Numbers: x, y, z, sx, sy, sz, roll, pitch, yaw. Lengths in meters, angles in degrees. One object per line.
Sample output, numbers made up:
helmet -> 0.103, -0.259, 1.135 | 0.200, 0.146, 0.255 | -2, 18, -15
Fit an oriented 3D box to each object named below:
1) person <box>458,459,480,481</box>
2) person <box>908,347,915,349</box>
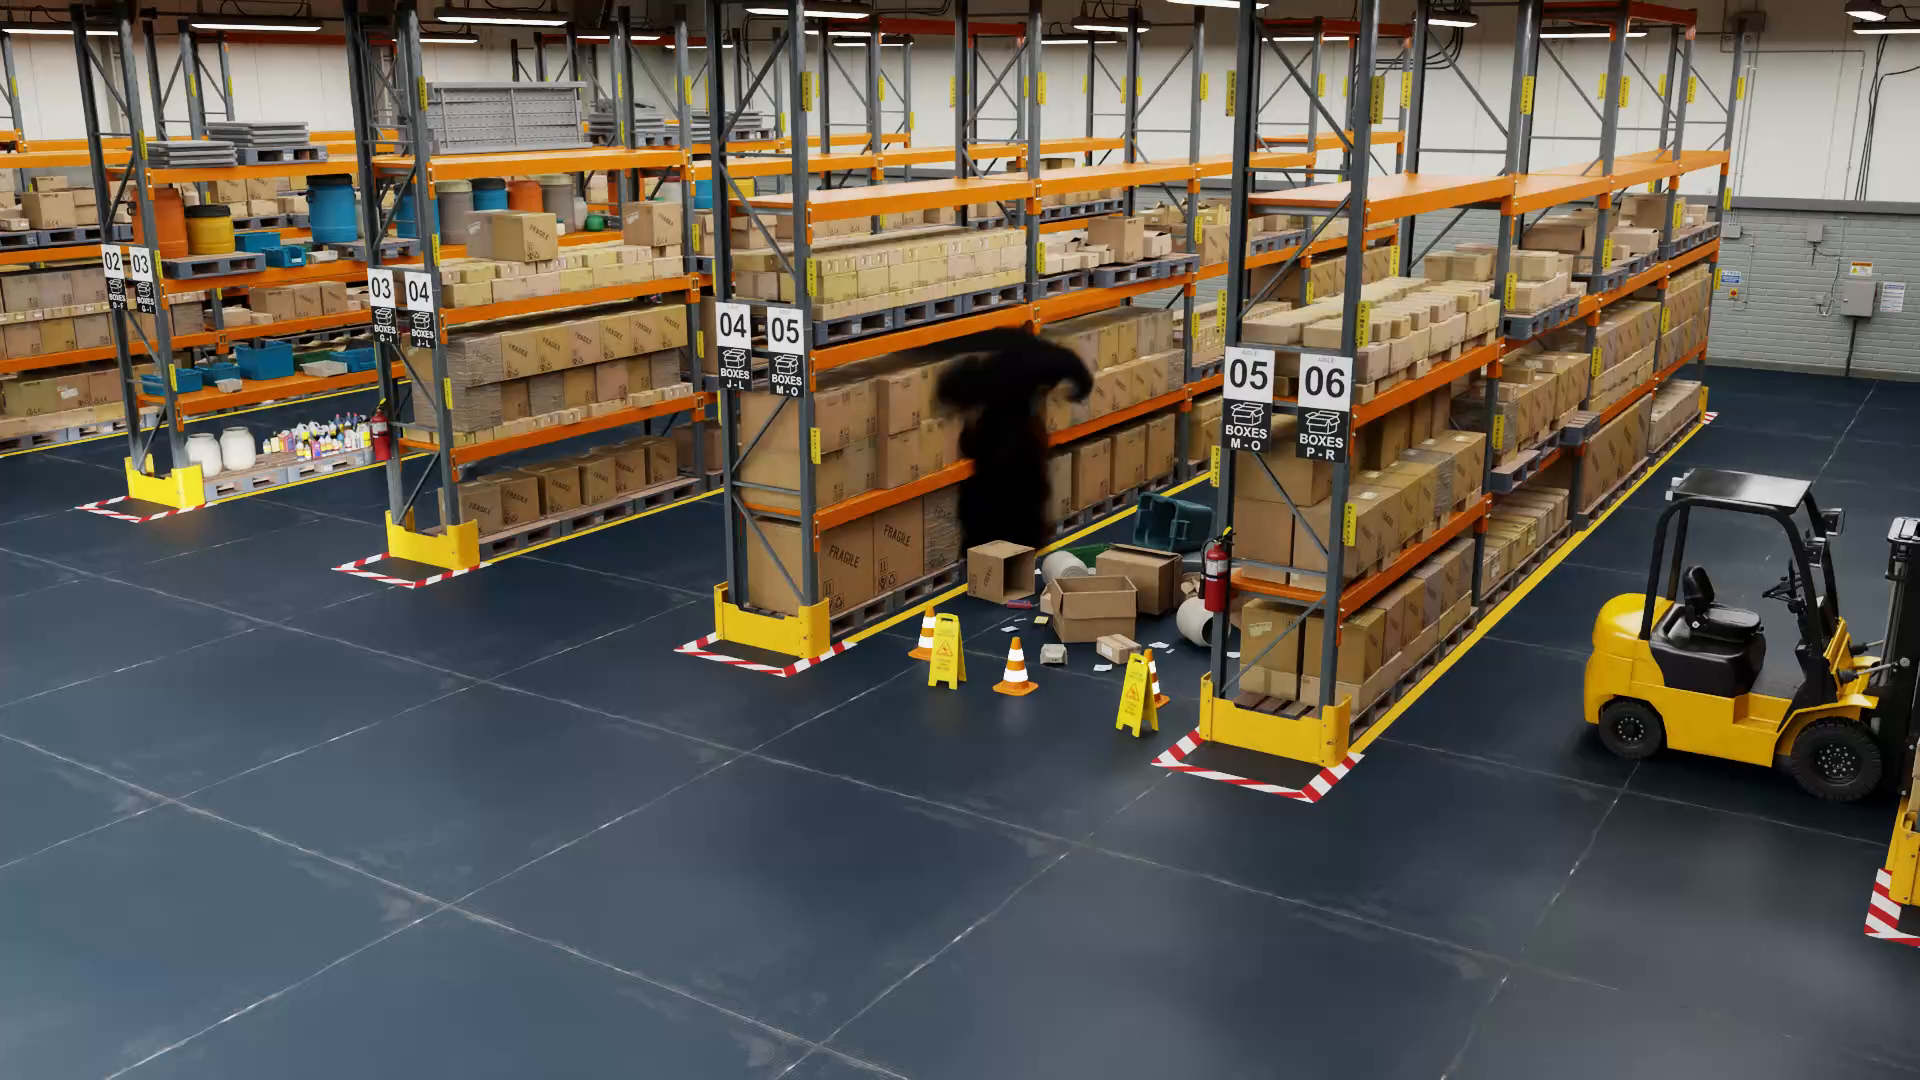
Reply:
person -> -6.645, -1.729, 22.104 | 0.605, 1.827, 0.869 | 5, 16, 18
person -> -0.629, -1.409, 19.996 | 0.684, 1.847, 0.712 | 8, 17, 26
